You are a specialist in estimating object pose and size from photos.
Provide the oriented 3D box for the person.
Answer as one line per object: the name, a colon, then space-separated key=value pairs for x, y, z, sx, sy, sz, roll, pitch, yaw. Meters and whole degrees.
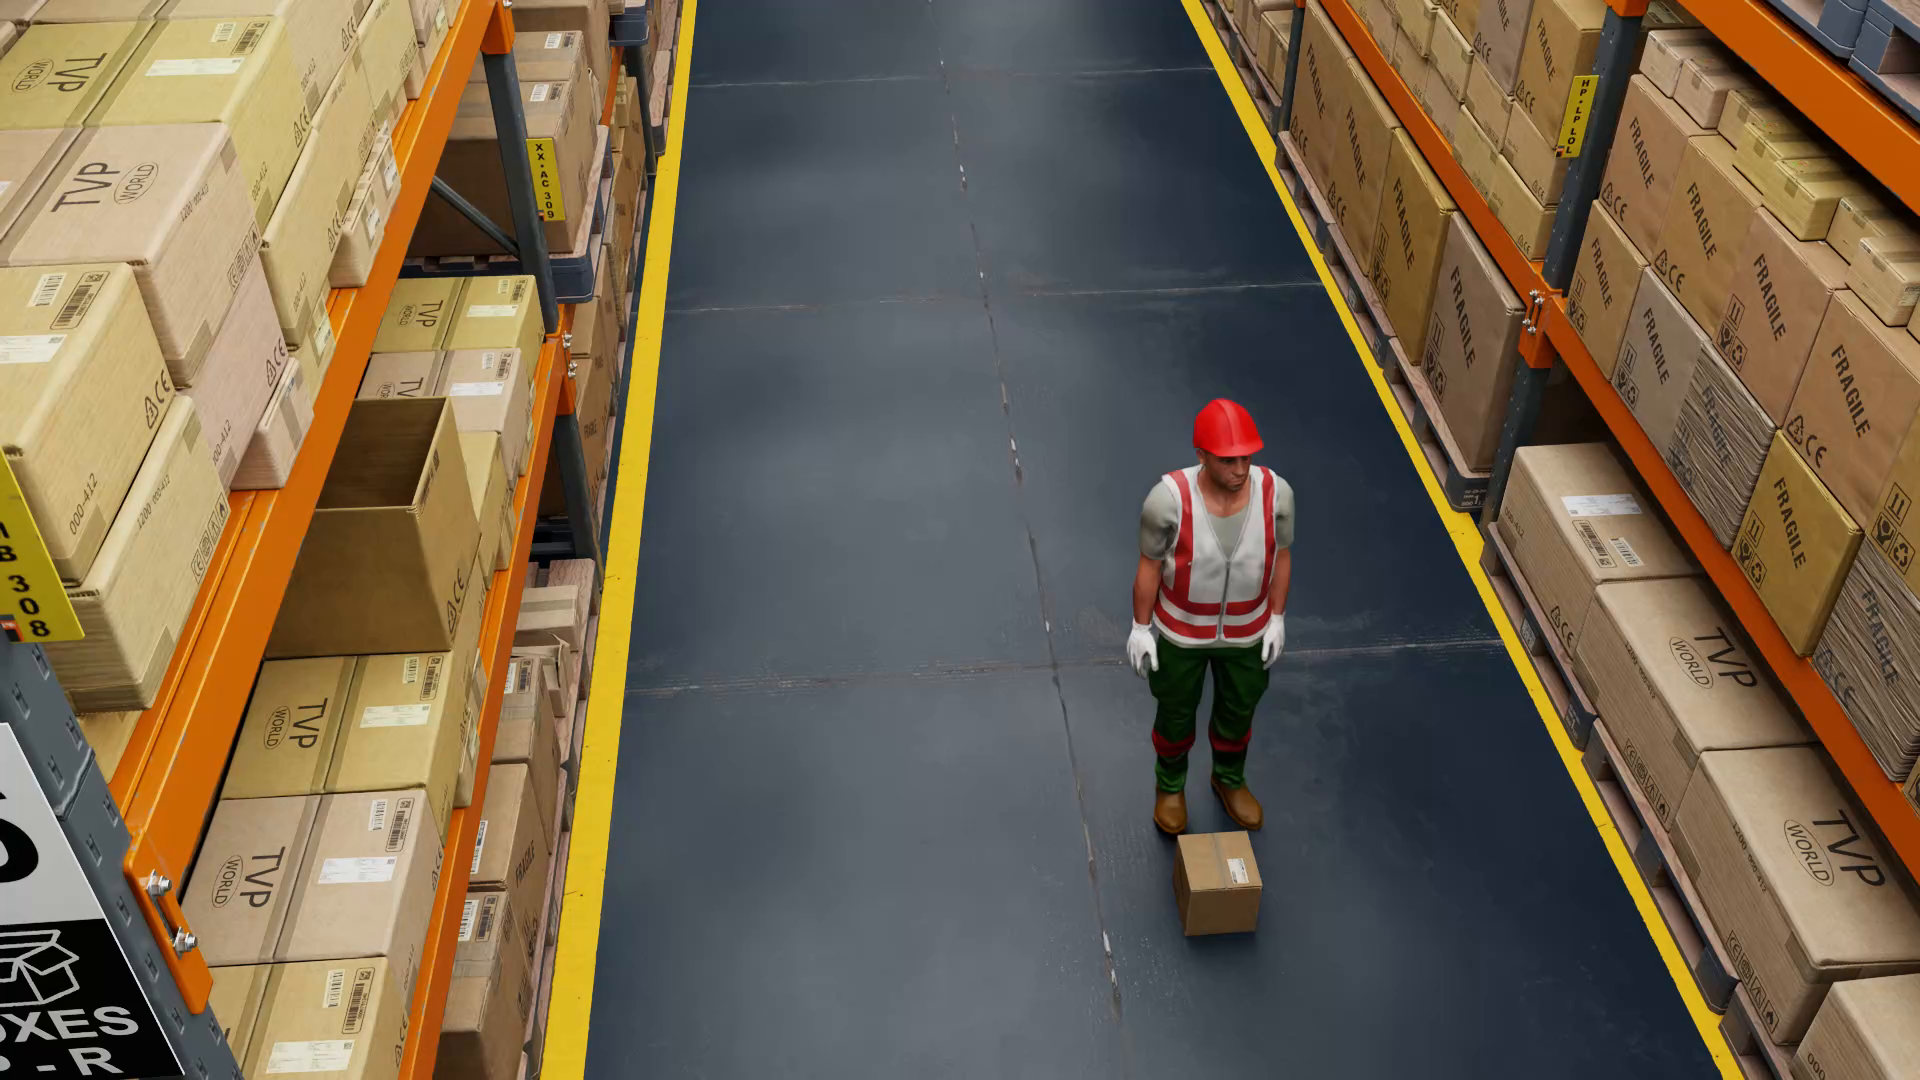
person: x=0.888 y=0.325 z=5.751 sx=0.534 sy=1.762 sz=0.400 roll=-2 pitch=39 yaw=-3
